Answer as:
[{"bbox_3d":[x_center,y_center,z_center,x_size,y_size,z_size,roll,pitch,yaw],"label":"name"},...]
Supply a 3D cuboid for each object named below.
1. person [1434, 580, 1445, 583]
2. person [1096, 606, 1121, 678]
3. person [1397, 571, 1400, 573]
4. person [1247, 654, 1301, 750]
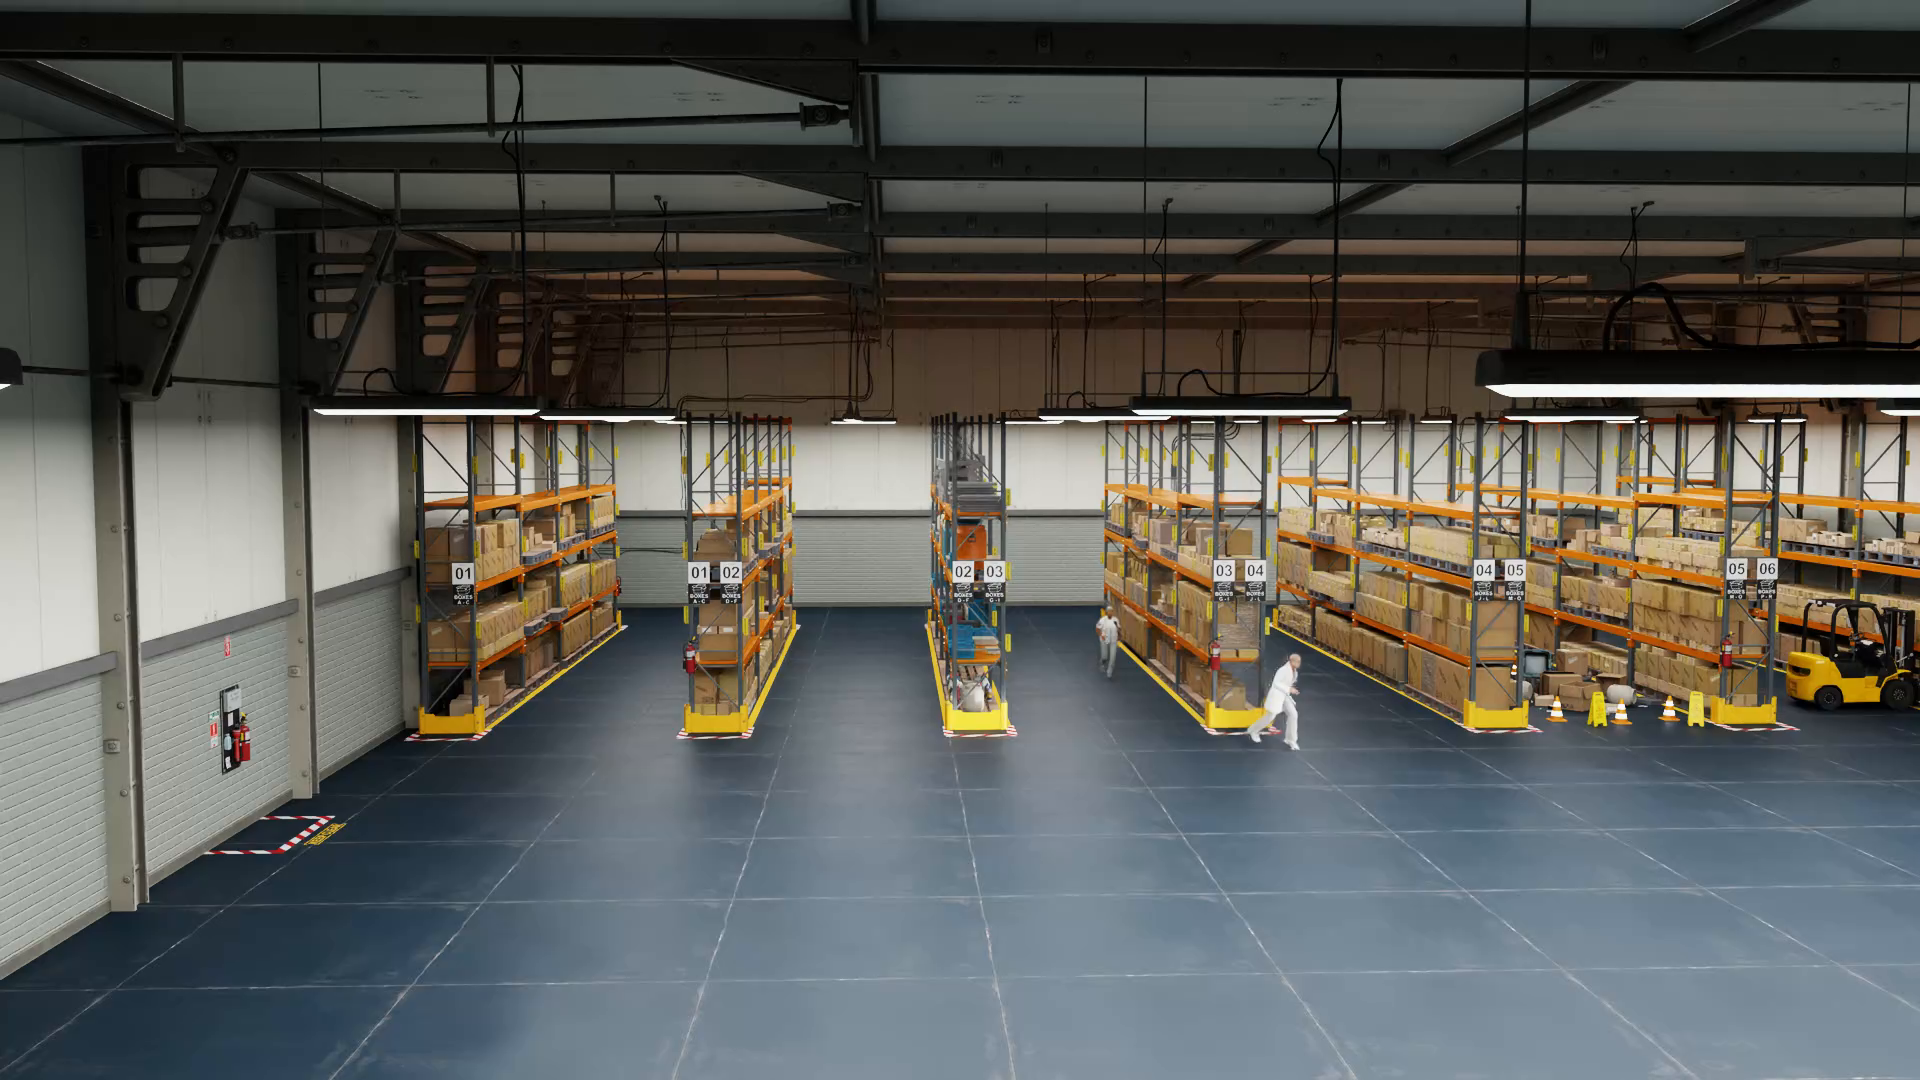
[{"bbox_3d":[14.505,1.481,49.474,0.863,1.771,0.657,-1,4,-14],"label":"person"},{"bbox_3d":[3.412,2.324,38.062,0.595,1.622,0.560,0,4,-7],"label":"person"},{"bbox_3d":[11.931,1.758,45.352,0.597,1.821,0.831,-1,4,-12],"label":"person"},{"bbox_3d":[5.634,2.874,29.756,1.068,1.744,0.753,3,5,36],"label":"person"}]
